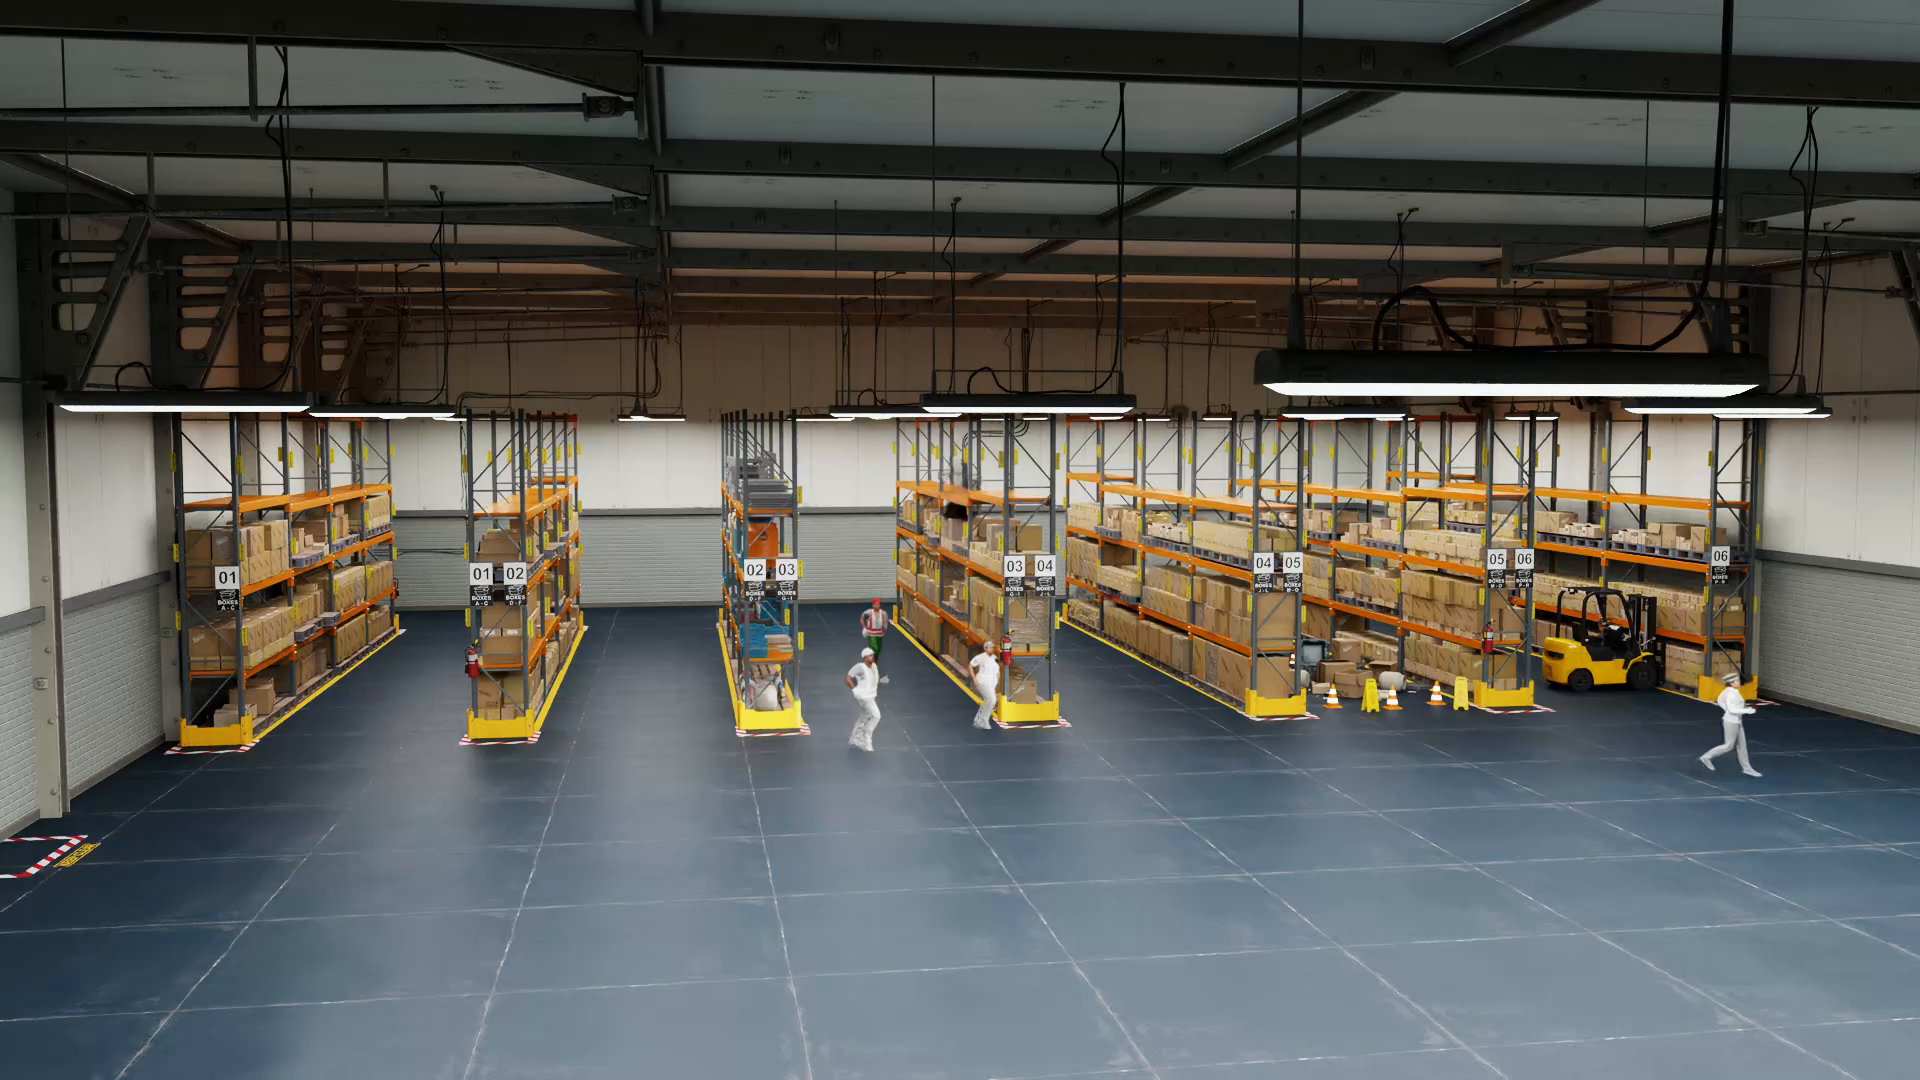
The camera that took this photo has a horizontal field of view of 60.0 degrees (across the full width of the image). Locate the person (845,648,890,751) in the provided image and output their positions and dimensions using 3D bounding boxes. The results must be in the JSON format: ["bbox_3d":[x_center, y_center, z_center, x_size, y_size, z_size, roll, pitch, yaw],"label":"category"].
[{"bbox_3d":[-1.615,2.808,29.291,0.743,1.829,0.645,2,4,21],"label":"person"}]

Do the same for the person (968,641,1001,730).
[{"bbox_3d":[0.531,2.722,31.251,0.624,1.640,0.582,4,6,44],"label":"person"}]

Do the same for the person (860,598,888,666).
[{"bbox_3d":[-1.915,2.207,37.837,0.565,1.809,0.838,-2,4,-25],"label":"person"}]

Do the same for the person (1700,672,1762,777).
[{"bbox_3d":[12.515,2.973,26.951,0.924,1.687,0.613,2,4,27],"label":"person"}]

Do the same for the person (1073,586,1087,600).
[{"bbox_3d":[3.666,1.428,49.749,0.780,1.639,0.567,-1,4,-18],"label":"person"}]
